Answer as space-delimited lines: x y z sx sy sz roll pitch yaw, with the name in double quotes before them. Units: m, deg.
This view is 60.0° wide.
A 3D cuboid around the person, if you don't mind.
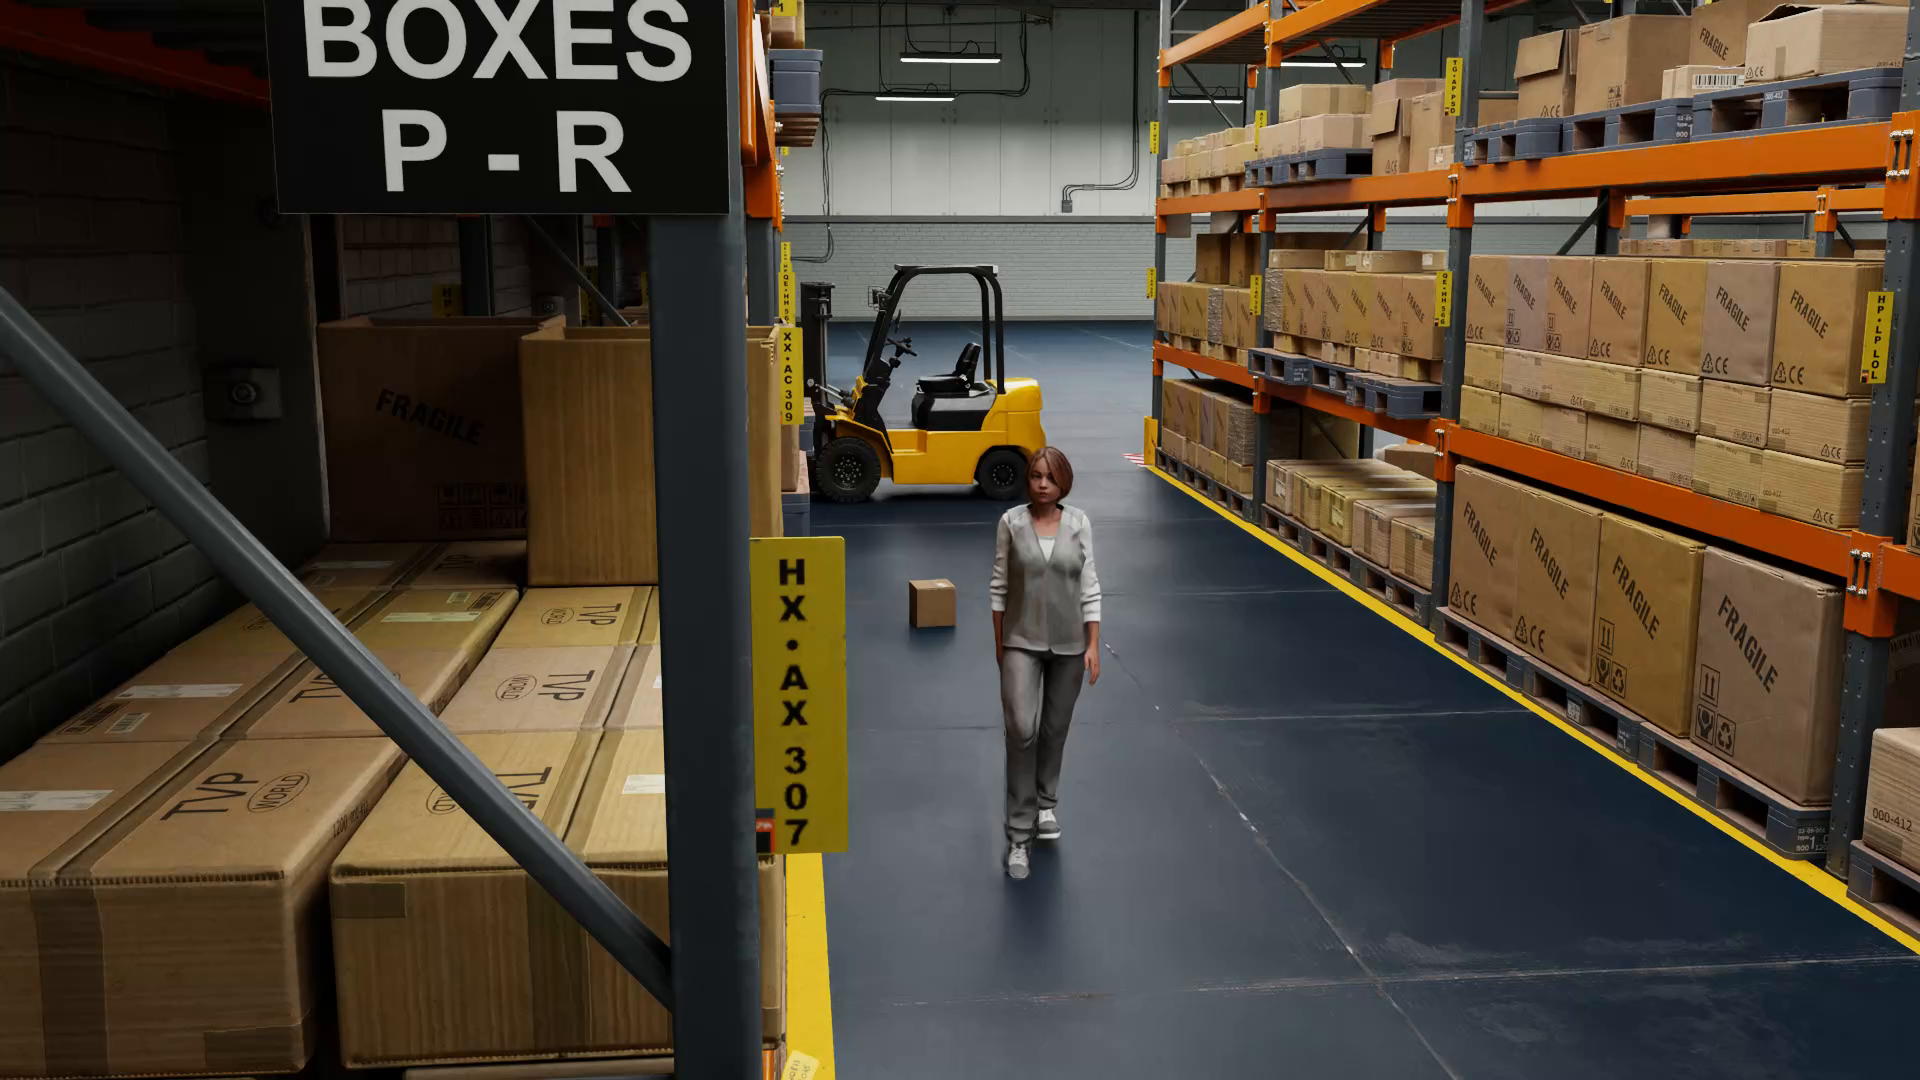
"person" 0.335 0.460 6.443 0.414 1.648 0.576 -1 10 -6
